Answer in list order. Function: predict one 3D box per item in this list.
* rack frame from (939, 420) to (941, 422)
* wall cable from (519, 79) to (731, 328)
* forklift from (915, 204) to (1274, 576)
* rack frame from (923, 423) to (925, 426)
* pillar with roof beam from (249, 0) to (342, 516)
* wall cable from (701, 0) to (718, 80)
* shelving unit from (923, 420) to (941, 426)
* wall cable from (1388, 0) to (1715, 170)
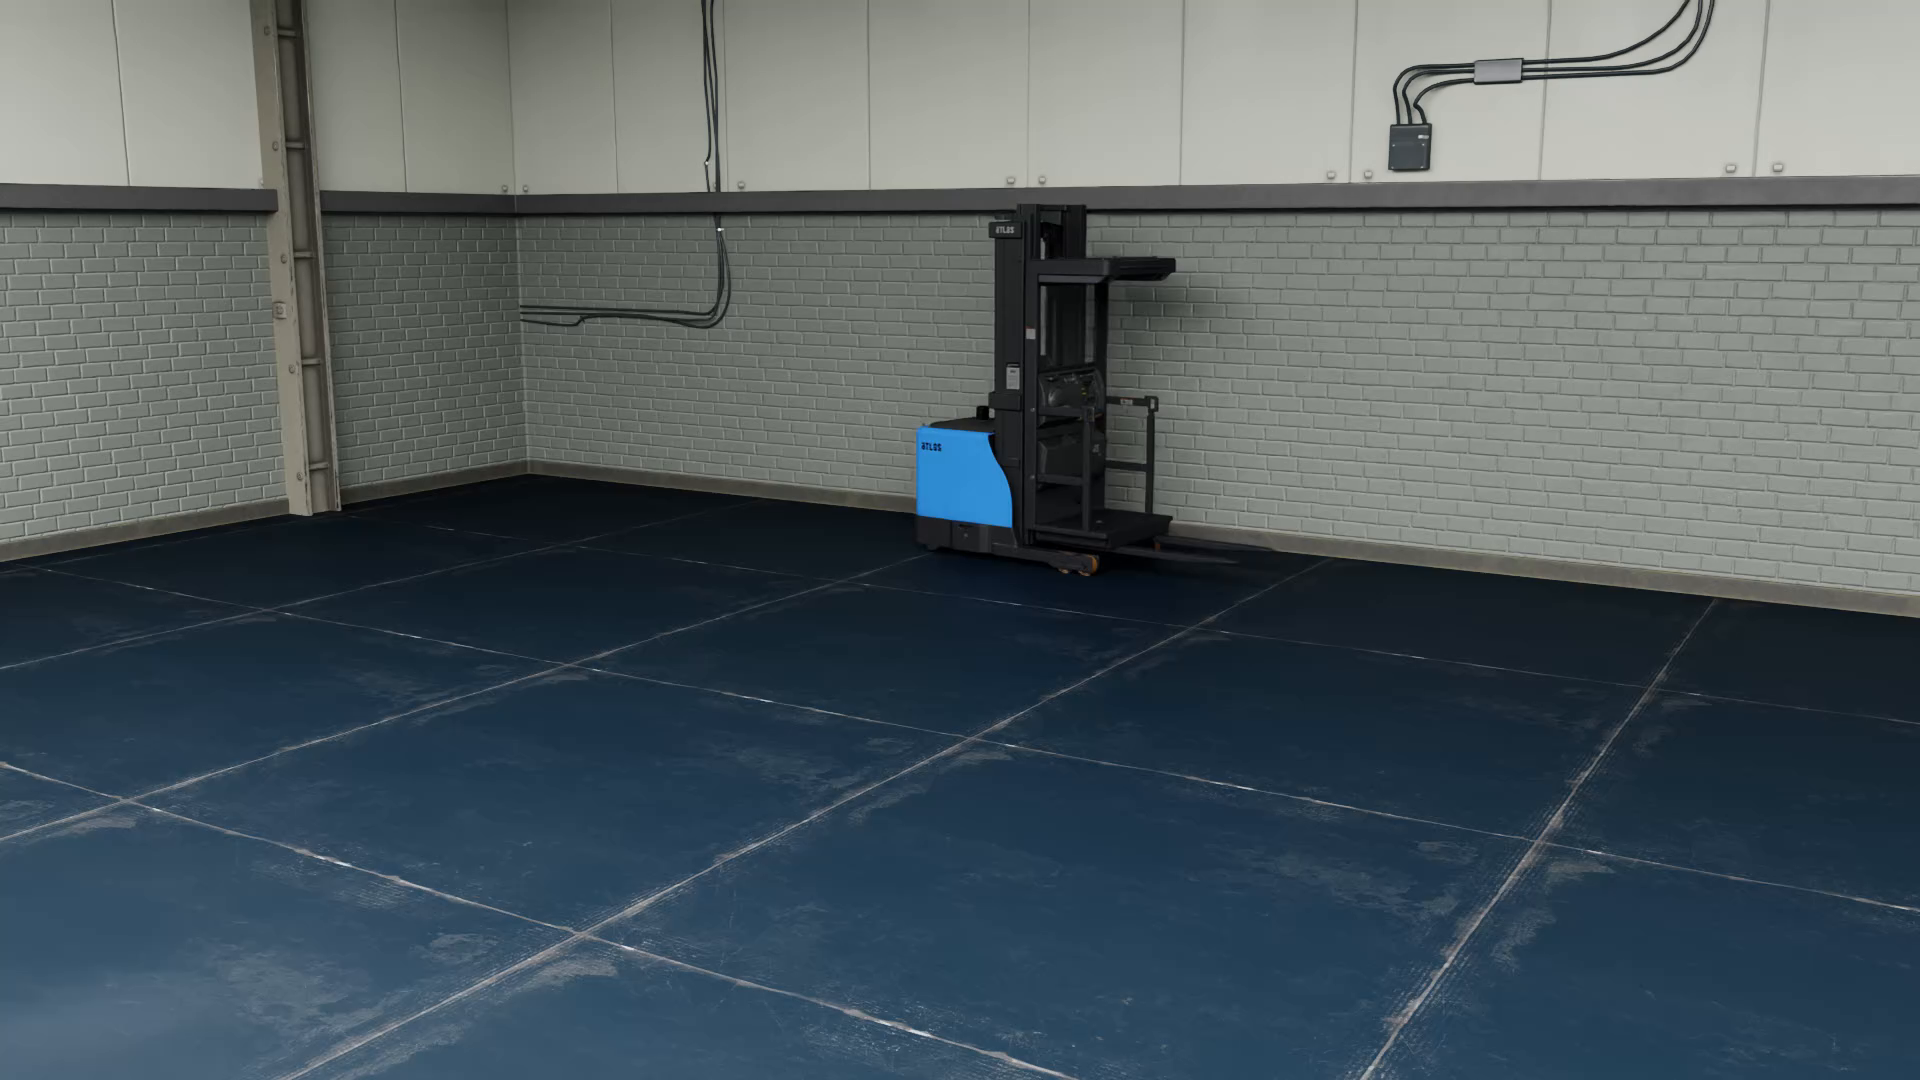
[{"bbox_3d":[-0.104,-0.547,14.935,0.200,1.050,0.008,8,13,35],"label":"rack frame"},{"bbox_3d":[-3.686,-3.513,17.615,3.097,2.526,0.112,6,12,31],"label":"wall cable"},{"bbox_3d":[1.094,-1.263,13.650,3.031,2.935,1.130,8,13,36],"label":"forklift"},{"bbox_3d":[-0.247,-0.510,14.741,0.200,1.050,0.008,8,13,35],"label":"rack frame"},{"bbox_3d":[-2.666,-4.291,13.332,9.100,9.000,0.400,6,12,31],"label":"pillar with roof beam"},{"bbox_3d":[-1.374,-5.737,15.770,3.097,2.526,0.112,6,12,31],"label":"wall cable"},{"bbox_3d":[-0.175,-0.528,14.838,0.215,1.050,0.252,8,13,35],"label":"shelving unit"},{"bbox_3d":[4.420,-5.801,12.159,2.305,6.003,0.169,6,12,31],"label":"wall cable"}]
